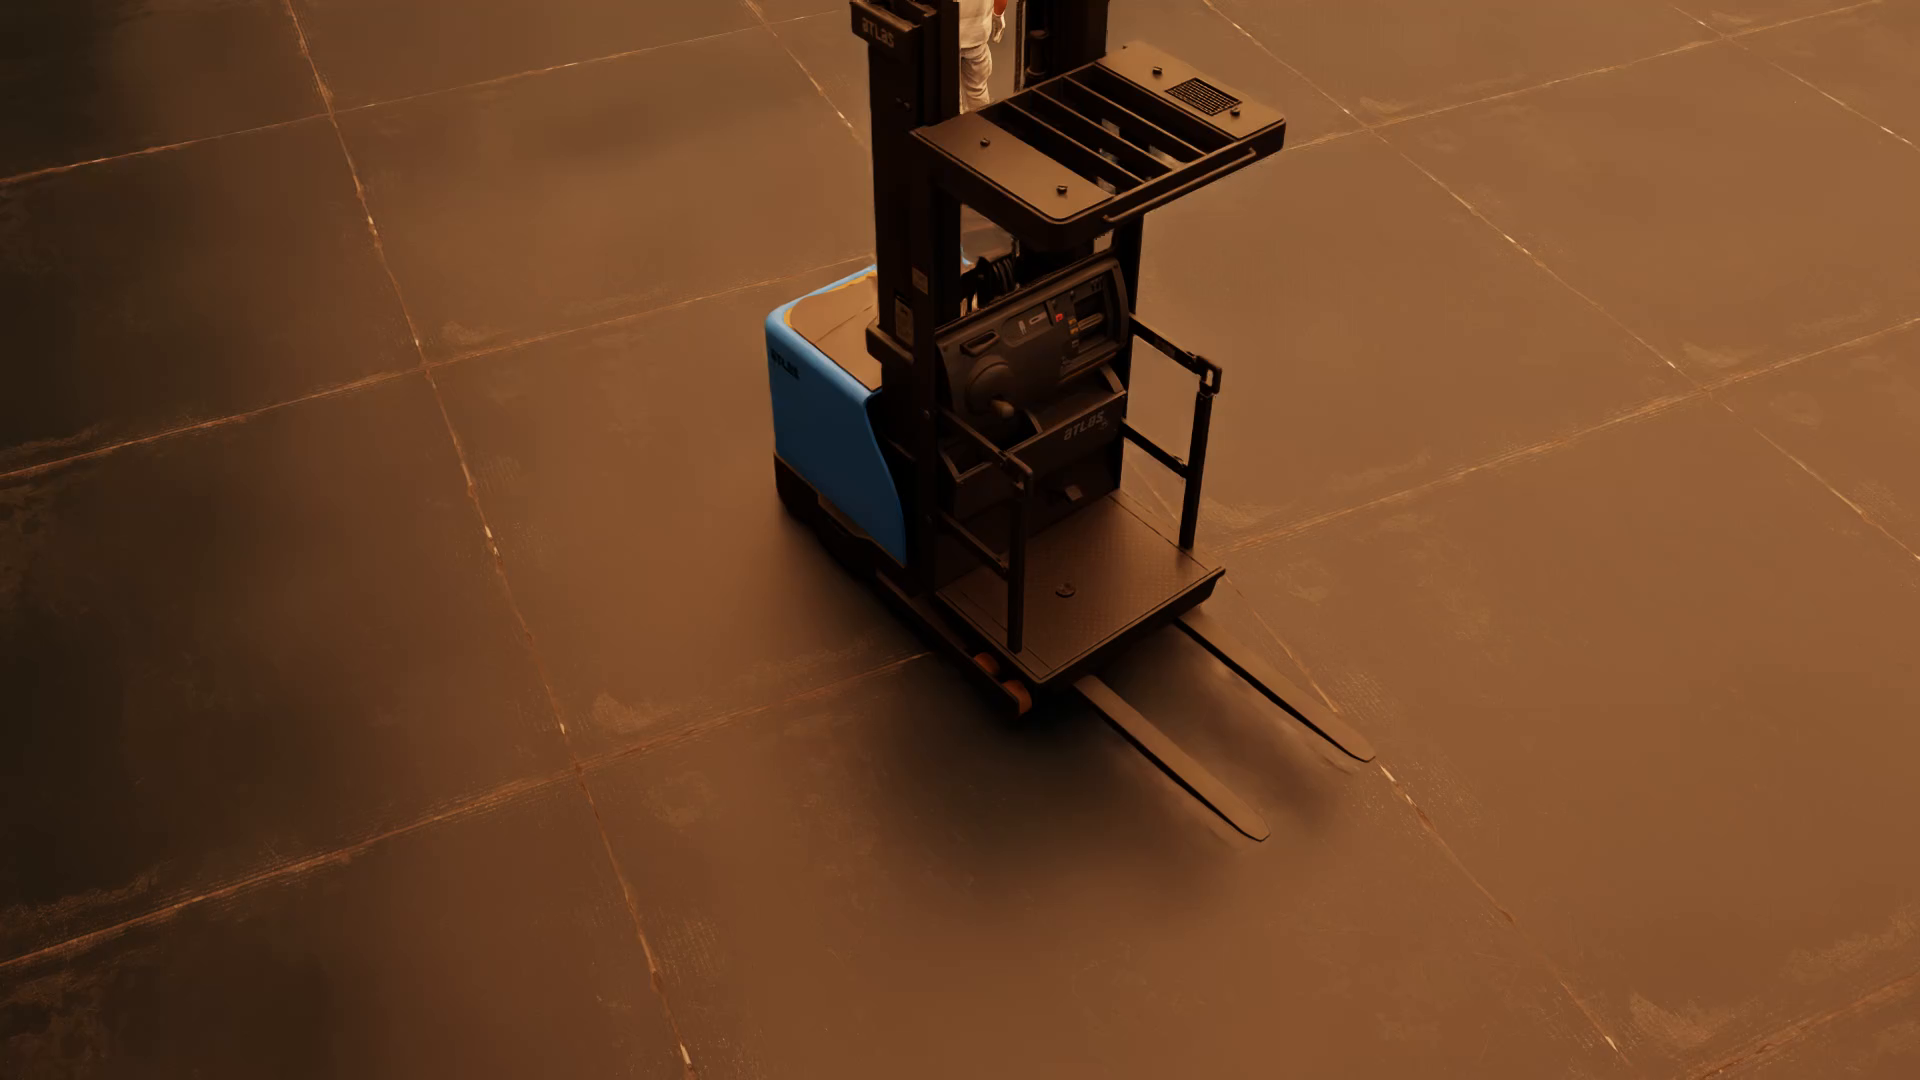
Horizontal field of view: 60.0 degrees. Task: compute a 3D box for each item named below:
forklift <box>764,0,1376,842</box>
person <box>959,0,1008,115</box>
[{"bbox_3d":[0.437,-0.713,6.444,1.130,2.935,3.031,-29,50,-28],"label":"forklift"},{"bbox_3d":[-0.047,-2.971,9.690,0.638,1.787,0.564,-19,46,-19],"label":"person"}]
